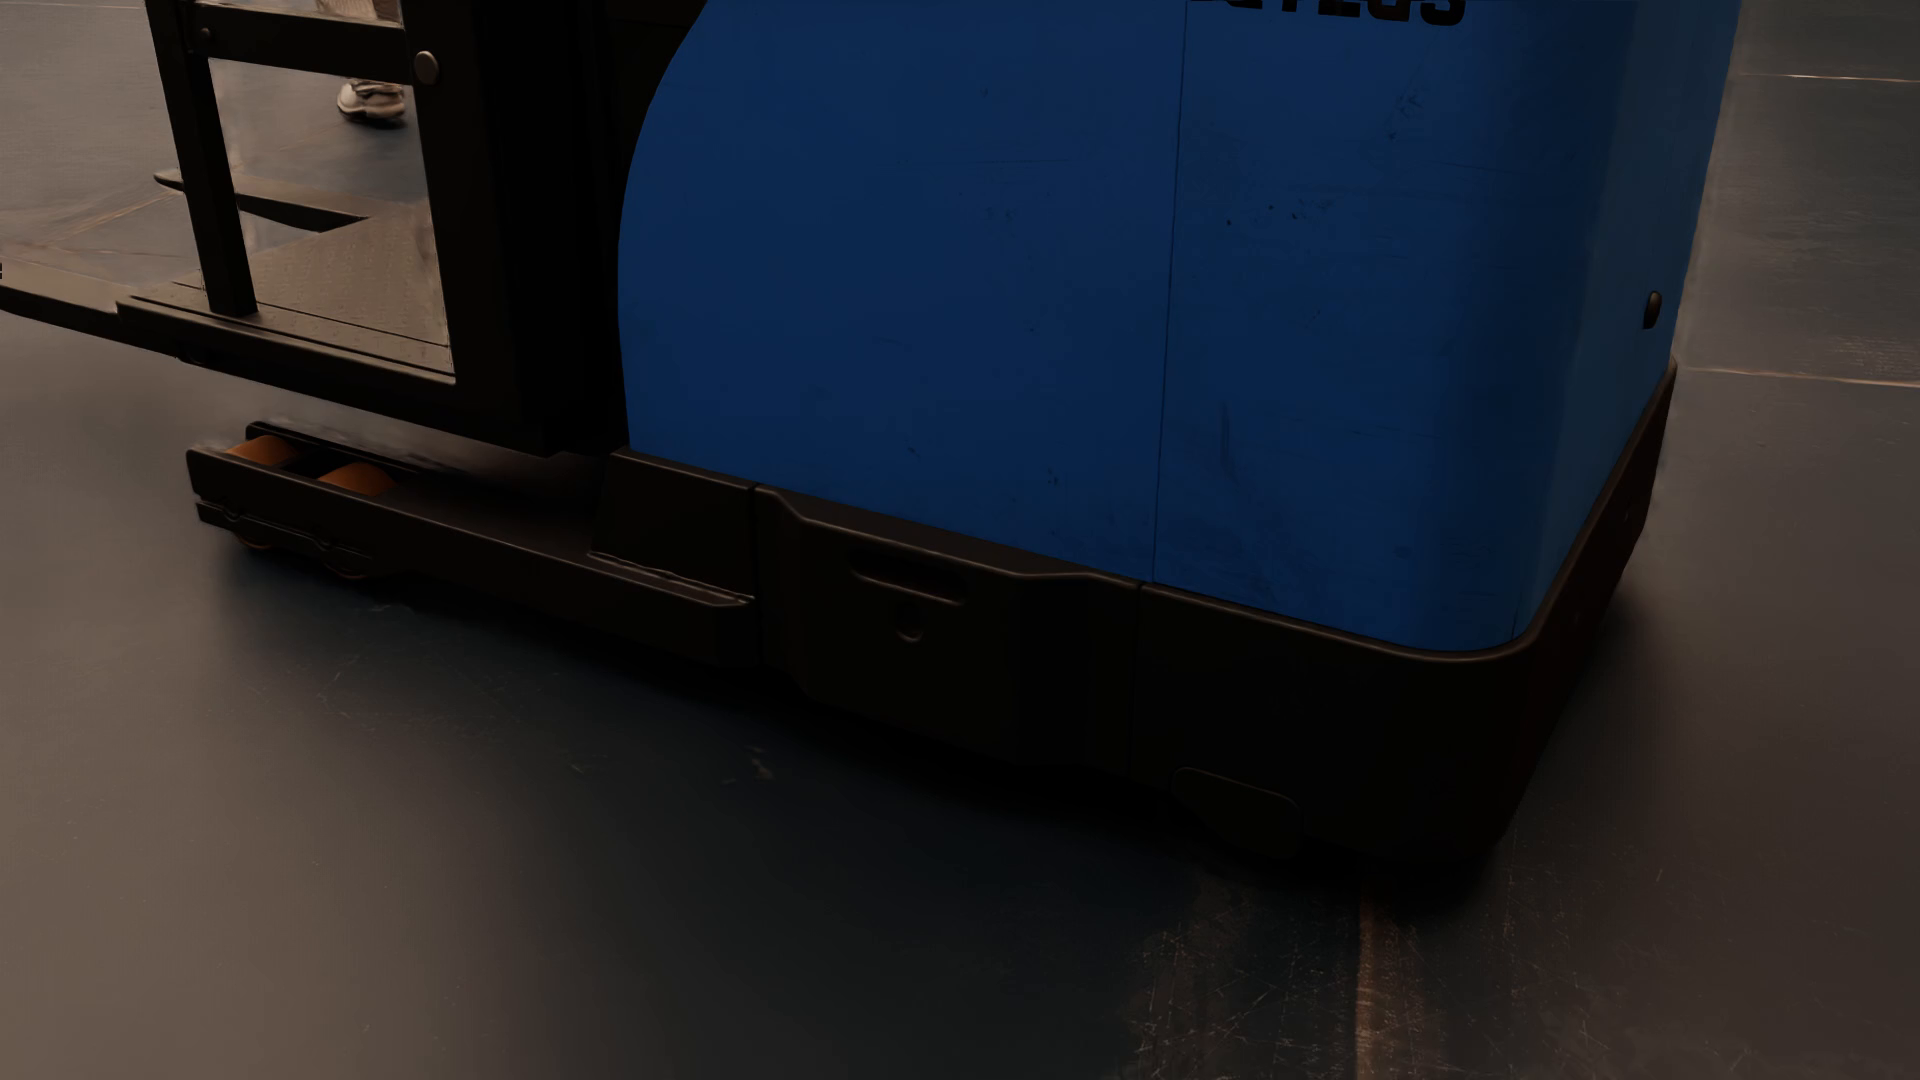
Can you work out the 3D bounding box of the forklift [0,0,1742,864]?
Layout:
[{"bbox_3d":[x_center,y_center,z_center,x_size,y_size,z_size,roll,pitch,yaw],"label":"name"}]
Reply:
[{"bbox_3d":[-0.542,-1.441,2.101,3.031,2.935,1.130,14,30,26],"label":"forklift"}]

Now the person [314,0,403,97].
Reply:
[{"bbox_3d":[-1.812,-2.176,4.819,1.020,1.676,0.765,-21,33,-35],"label":"person"}]
